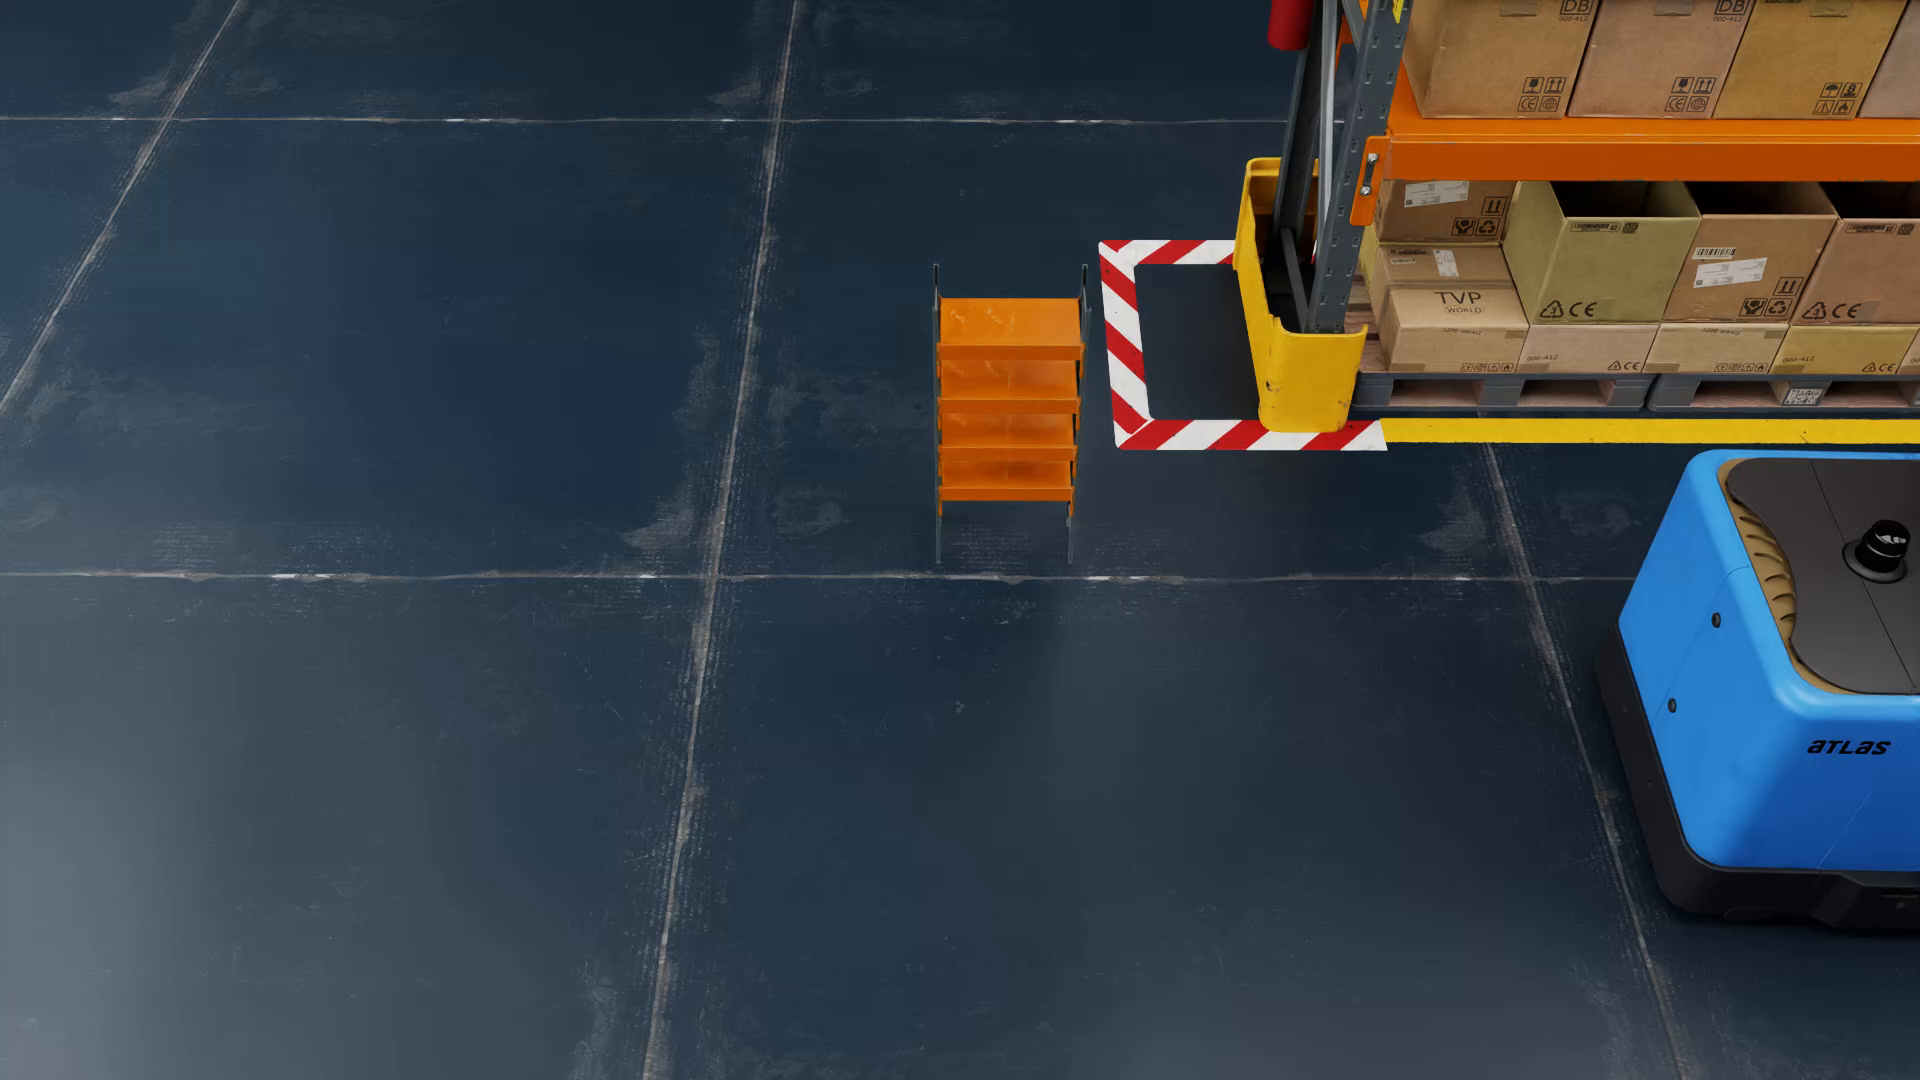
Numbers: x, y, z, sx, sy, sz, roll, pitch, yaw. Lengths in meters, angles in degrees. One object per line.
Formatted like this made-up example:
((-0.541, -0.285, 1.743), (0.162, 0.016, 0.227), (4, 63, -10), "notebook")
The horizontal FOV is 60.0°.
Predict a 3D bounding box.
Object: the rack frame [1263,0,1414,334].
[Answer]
((1.407, -1.880, 5.951), (0.127, 3.000, 1.000), (0, 47, 0), "rack frame")

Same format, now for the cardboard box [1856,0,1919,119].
((3.422, -1.902, 5.903), (0.500, 0.500, 0.700), (1, 47, 1), "cardboard box")

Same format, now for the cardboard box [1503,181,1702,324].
((2.443, -1.178, 6.376), (0.500, 0.500, 0.500), (0, 47, 0), "cardboard box")

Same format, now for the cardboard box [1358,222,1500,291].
((1.945, -1.302, 7.004), (0.500, 0.250, 0.500), (0, 47, 0), "cardboard box")

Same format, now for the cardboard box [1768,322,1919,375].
((3.443, -0.917, 6.646), (0.500, 0.250, 0.500), (0, 47, 0), "cardboard box")

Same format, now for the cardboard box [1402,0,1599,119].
((1.874, -1.904, 5.905), (0.500, 0.500, 0.700), (0, 47, 0), "cardboard box")

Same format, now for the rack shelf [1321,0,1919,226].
((3.407, -1.630, 6.209), (4.000, 0.370, 1.077), (0, 47, 0), "rack shelf")

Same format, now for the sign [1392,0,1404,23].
((1.399, -1.796, 5.227), (0.005, 0.325, 0.100), (0, 47, 0), "sign")

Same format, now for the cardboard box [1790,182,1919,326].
((3.443, -1.172, 6.371), (0.500, 0.500, 0.500), (0, 47, 0), "cardboard box")

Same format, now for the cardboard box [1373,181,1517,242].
((1.945, -1.559, 6.731), (0.500, 0.500, 0.500), (0, 47, 0), "cardboard box")

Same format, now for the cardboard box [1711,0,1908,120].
((2.896, -1.900, 5.901), (0.500, 0.500, 0.700), (0, 47, 0), "cardboard box")

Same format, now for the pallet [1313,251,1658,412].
((2.172, -0.959, 6.998), (1.213, 0.211, 1.003), (0, 47, 0), "pallet")

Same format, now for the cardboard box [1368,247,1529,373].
((1.943, -0.922, 6.651), (0.500, 0.250, 0.500), (0, 47, 0), "cardboard box")

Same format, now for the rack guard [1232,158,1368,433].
((1.383, -1.029, 6.866), (0.348, 0.500, 1.175), (0, 47, 0), "rack guard")

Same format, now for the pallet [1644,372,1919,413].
((3.389, -0.954, 6.993), (1.213, 0.211, 1.003), (0, 47, 0), "pallet")

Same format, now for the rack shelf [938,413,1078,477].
((0.166, -0.362, 5.860), (0.480, 0.148, 0.258), (0, 47, 0), "rack shelf")

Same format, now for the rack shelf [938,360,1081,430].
((0.166, -0.515, 5.696), (0.480, 0.148, 0.258), (0, 47, 0), "rack shelf")

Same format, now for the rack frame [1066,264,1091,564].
((0.410, -0.408, 5.810), (0.015, 1.200, 0.240), (0, 47, 0), "rack frame")

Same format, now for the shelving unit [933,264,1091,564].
((0.166, -0.408, 5.810), (0.503, 1.200, 0.258), (0, 47, 0), "shelving unit")

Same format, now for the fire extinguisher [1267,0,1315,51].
((1.291, -2.194, 6.296), (0.183, 0.674, 0.296), (0, 47, 0), "fire extinguisher")

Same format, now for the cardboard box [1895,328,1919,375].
((3.943, -0.916, 6.645), (0.500, 0.250, 0.500), (0, 47, 0), "cardboard box")

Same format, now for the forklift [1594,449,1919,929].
((3.691, -0.163, 4.400), (3.031, 2.935, 1.130), (1, 47, 1), "forklift")

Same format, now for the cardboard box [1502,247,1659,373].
((2.443, -0.924, 6.652), (0.500, 0.250, 0.500), (0, 47, 0), "cardboard box")

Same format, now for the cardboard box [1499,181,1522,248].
((2.445, -1.309, 7.011), (0.500, 0.250, 0.500), (0, 47, 0), "cardboard box")

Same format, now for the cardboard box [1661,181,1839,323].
((2.943, -1.186, 6.384), (0.500, 0.500, 0.500), (0, 47, 0), "cardboard box")

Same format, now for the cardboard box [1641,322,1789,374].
((2.943, -0.922, 6.651), (0.500, 0.250, 0.500), (0, 47, 0), "cardboard box")

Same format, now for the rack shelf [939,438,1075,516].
((0.166, -0.227, 6.005), (0.480, 0.148, 0.258), (0, 47, 0), "rack shelf")

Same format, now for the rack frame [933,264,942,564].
((-0.078, -0.409, 5.811), (0.015, 1.200, 0.240), (0, 47, 0), "rack frame")

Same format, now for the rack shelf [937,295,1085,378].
((0.166, -0.676, 5.523), (0.480, 0.148, 0.258), (0, 47, 0), "rack shelf")

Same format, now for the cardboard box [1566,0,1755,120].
((2.399, -1.906, 5.907), (0.500, 0.500, 0.700), (1, 47, 1), "cardboard box")
